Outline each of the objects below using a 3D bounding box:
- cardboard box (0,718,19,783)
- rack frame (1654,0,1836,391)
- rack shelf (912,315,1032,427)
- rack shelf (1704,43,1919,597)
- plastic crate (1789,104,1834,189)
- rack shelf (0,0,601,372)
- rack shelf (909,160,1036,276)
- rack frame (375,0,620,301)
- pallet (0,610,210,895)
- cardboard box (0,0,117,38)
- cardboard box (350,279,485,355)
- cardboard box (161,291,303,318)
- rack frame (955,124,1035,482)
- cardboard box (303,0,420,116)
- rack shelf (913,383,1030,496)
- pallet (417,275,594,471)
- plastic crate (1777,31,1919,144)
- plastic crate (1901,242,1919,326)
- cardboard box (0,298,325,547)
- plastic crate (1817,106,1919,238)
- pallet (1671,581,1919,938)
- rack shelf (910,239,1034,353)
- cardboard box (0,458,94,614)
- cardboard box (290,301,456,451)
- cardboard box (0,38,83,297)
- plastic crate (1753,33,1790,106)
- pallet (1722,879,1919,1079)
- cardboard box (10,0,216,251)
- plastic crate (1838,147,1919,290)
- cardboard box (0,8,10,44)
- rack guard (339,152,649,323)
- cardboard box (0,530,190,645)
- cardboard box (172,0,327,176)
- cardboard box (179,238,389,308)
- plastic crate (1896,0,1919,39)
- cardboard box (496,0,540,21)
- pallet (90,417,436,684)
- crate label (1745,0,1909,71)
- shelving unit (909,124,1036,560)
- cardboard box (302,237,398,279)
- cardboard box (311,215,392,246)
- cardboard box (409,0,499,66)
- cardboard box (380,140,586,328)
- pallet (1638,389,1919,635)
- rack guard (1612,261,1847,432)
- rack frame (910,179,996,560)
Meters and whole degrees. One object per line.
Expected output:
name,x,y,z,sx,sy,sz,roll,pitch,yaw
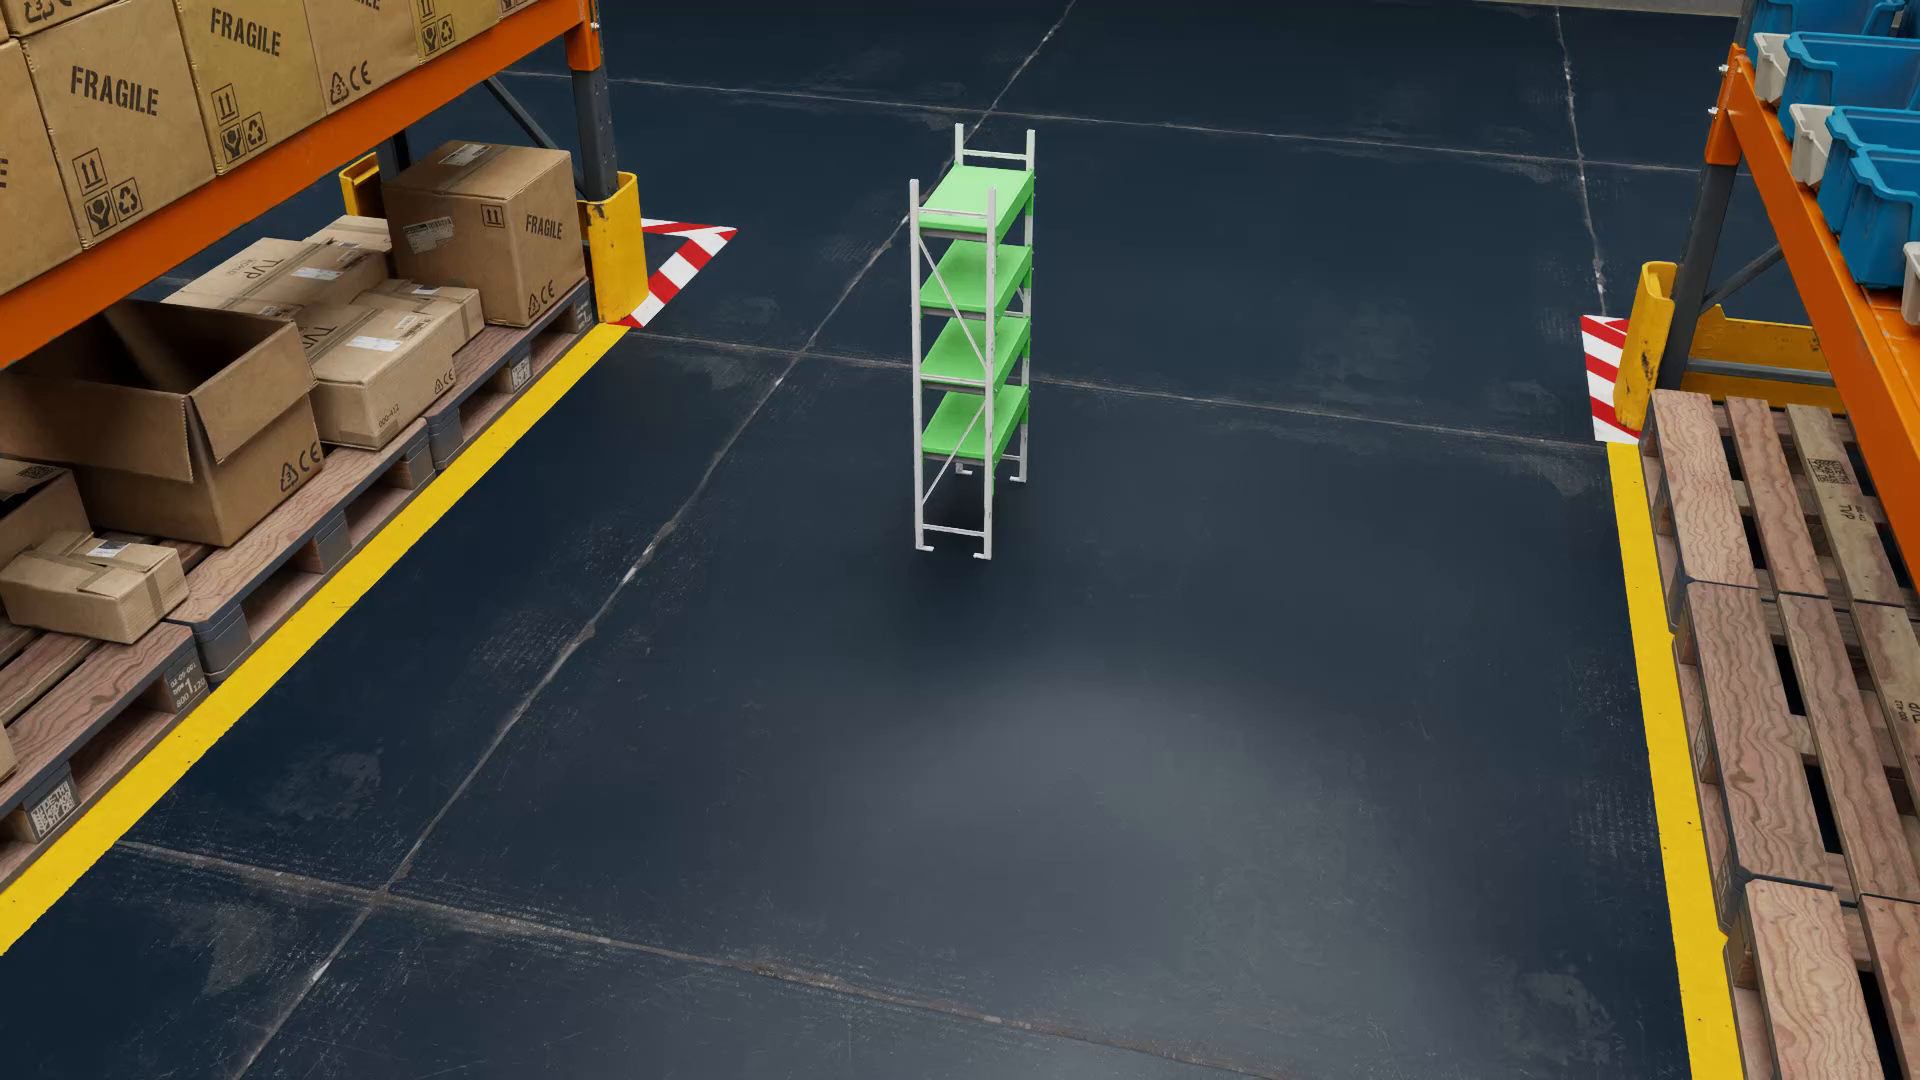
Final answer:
cardboard box,-2.553,0.508,3.751,0.500,0.311,0.500,8,33,12
rack frame,2.937,-1.652,5.052,1.000,3.000,0.127,8,33,12
rack shelf,0.042,-0.538,5.098,0.258,0.148,0.480,8,33,12
rack shelf,2.429,-0.310,3.613,1.077,0.370,4.000,8,33,12
plastic crate,2.222,-0.975,4.178,0.250,0.136,0.298,8,33,12
rack shelf,-2.361,-0.987,4.677,1.077,0.370,4.000,8,33,12
rack shelf,0.042,-0.943,4.840,0.258,0.148,0.480,8,33,12
rack frame,-1.854,-2.328,6.116,1.000,3.000,0.127,8,33,12
pallet,-2.694,0.568,4.160,1.003,0.211,1.213,8,33,12
cardboard box,-2.216,-1.457,3.721,0.500,0.500,0.500,7,33,11
cardboard box,-1.943,-0.804,5.950,0.380,0.166,0.250,8,33,12
cardboard box,-2.520,-0.591,5.536,0.500,0.250,0.500,8,33,12
rack frame,0.104,-0.719,5.262,0.240,1.200,0.015,8,33,12
cardboard box,-1.964,-1.573,4.835,0.500,0.500,0.500,8,33,13
rack shelf,0.042,-0.336,5.226,0.258,0.148,0.480,8,33,12
pallet,-2.074,-0.698,6.151,1.003,0.211,1.213,8,33,12
plastic crate,2.388,-1.181,4.413,0.416,0.233,0.300,8,33,12
plastic crate,2.073,-0.435,3.328,0.293,0.136,0.466,8,33,12
cardboard box,-2.397,-0.360,4.937,0.797,0.503,0.637,8,33,12
plastic crate,2.221,-0.840,3.875,0.416,0.233,0.300,8,33,12
pallet,2.378,0.579,4.143,1.003,0.211,1.213,8,33,12
rack shelf,0.042,-0.741,4.969,0.258,0.148,0.480,8,33,12
cardboard box,-2.808,-0.027,4.592,0.500,0.311,0.500,8,33,12
cardboard box,-2.024,-0.549,5.470,0.500,0.250,0.500,8,33,12
cardboard box,-2.349,-0.788,3.600,0.500,0.500,0.500,9,33,13
plastic crate,2.394,-1.327,4.732,0.250,0.136,0.298,8,33,12
pallet,2.071,1.214,3.144,1.003,0.211,1.213,8,33,12
cardboard box,-2.220,-1.047,4.008,0.500,0.500,0.500,8,33,12
plastic crate,2.145,-0.684,3.630,0.416,0.233,0.300,8,33,12
cardboard box,-2.347,-1.190,3.302,0.500,0.500,0.500,7,33,11
rack guard,-1.873,-1.234,6.725,1.175,0.500,0.348,8,33,12
cardboard box,-2.343,0.119,4.498,0.380,0.166,0.250,8,33,12
cardboard box,-2.092,-1.311,4.424,0.500,0.500,0.500,8,33,12
cardboard box,-2.393,-0.850,5.945,0.500,0.250,0.500,8,33,12
plastic crate,3.032,-1.493,4.713,0.616,0.435,0.499,8,33,12
cardboard box,-1.704,-2.101,5.665,0.500,0.500,0.500,9,34,14
pallet,-2.386,-0.067,5.159,1.003,0.211,1.213,8,33,12
crate label,2.555,-1.523,4.950,0.416,0.233,0.303,8,33,12
shelving unit,0.042,-0.592,5.063,0.258,1.200,0.503,8,33,12
cardboard box,-2.356,-1.018,6.286,0.380,0.166,0.250,8,33,12
cardboard box,-2.292,-1.140,6.495,0.380,0.149,0.250,8,33,12
cardboard box,-1.832,-1.831,5.241,0.500,0.500,0.500,8,33,13
cardboard box,-1.753,-1.143,6.172,0.500,0.500,0.500,8,33,12
pallet,2.690,-0.052,5.135,1.003,0.211,1.213,8,33,12
rack guard,2.930,-0.611,5.745,1.175,0.500,0.348,8,33,12
rack frame,-0.020,-0.466,4.864,0.240,1.200,0.015,8,33,12
